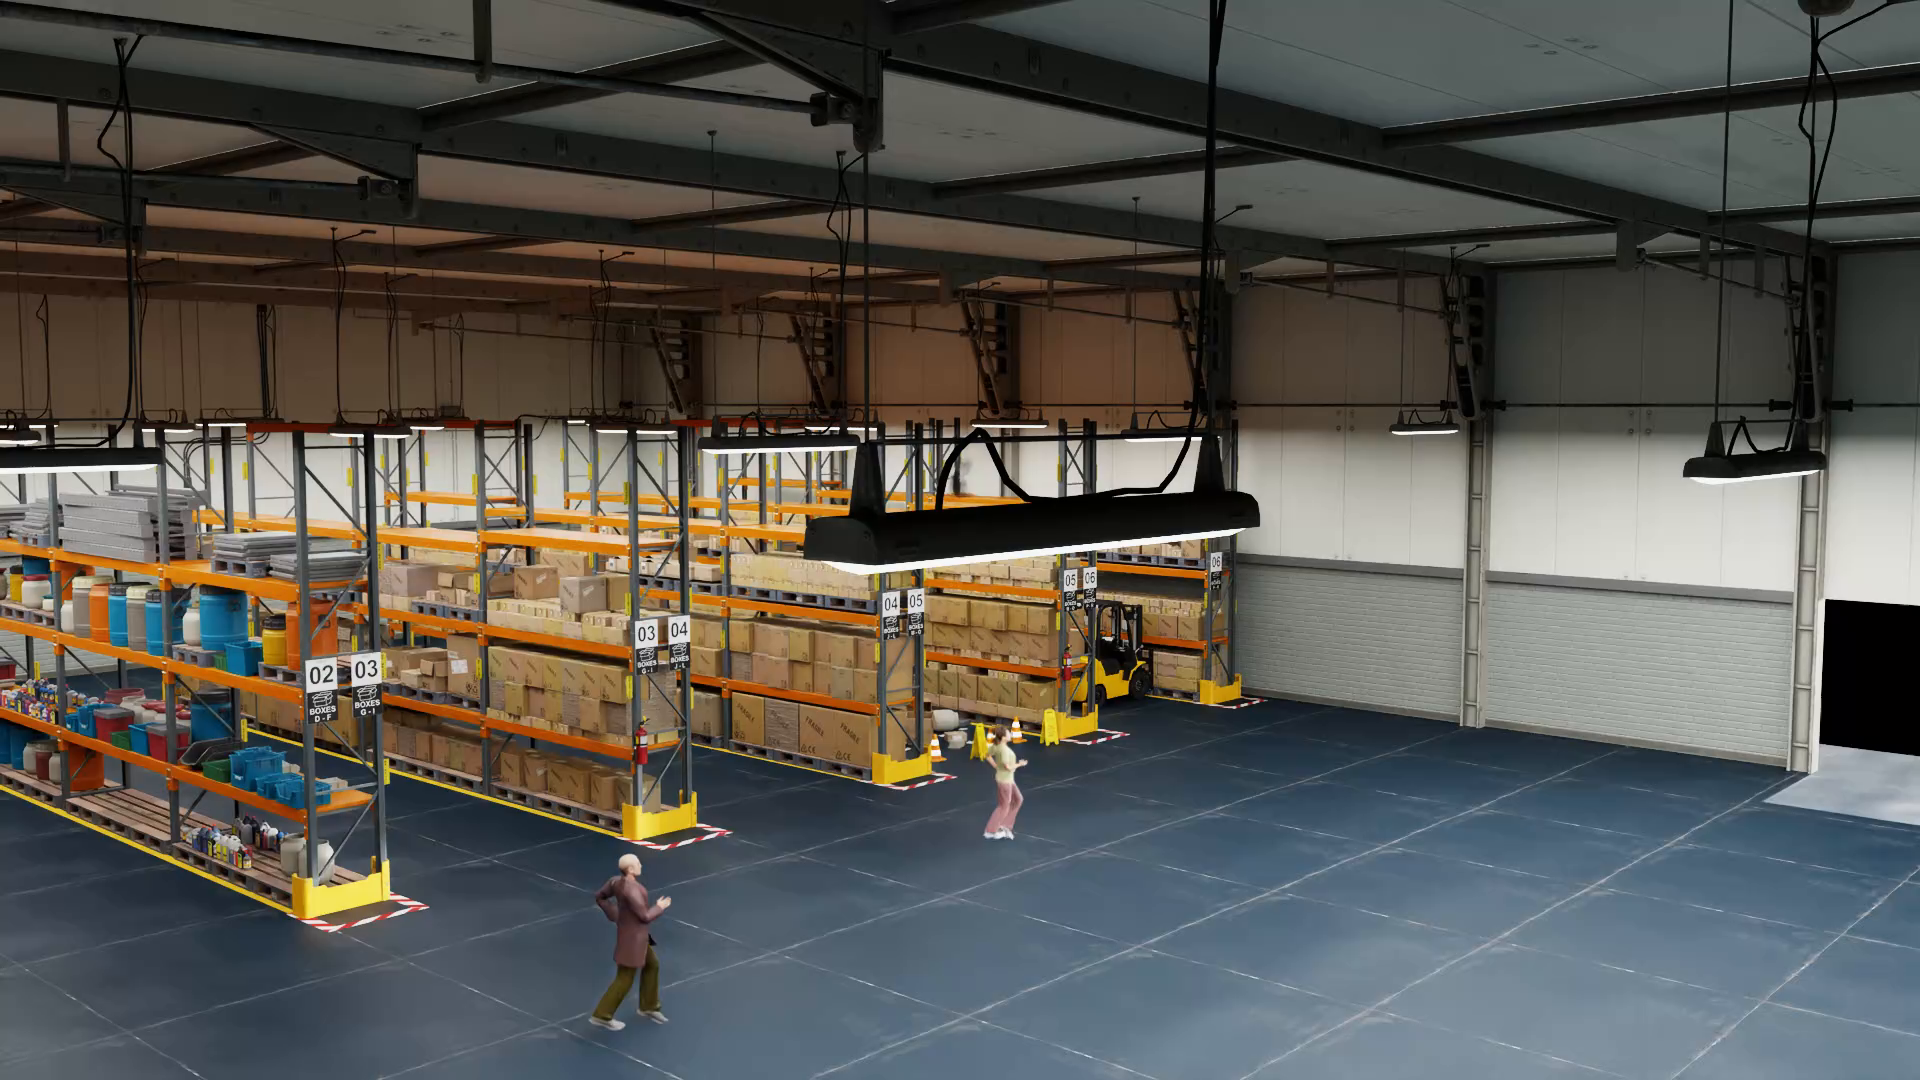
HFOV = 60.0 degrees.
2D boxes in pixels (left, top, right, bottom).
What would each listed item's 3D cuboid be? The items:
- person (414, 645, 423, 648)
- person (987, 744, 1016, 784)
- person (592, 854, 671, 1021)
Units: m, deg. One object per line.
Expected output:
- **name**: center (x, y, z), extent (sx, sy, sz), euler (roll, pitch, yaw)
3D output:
- **person**: center (-10.651, 2.859, 32.548), extent (0.589, 1.646, 0.614), euler (4, 6, 44)
- **person**: center (0.607, 3.225, 24.078), extent (0.386, 0.572, 0.526), euler (-1, 5, -9)
- **person**: center (-3.315, 3.983, 16.752), extent (0.829, 1.674, 0.644), euler (-2, 5, -23)
